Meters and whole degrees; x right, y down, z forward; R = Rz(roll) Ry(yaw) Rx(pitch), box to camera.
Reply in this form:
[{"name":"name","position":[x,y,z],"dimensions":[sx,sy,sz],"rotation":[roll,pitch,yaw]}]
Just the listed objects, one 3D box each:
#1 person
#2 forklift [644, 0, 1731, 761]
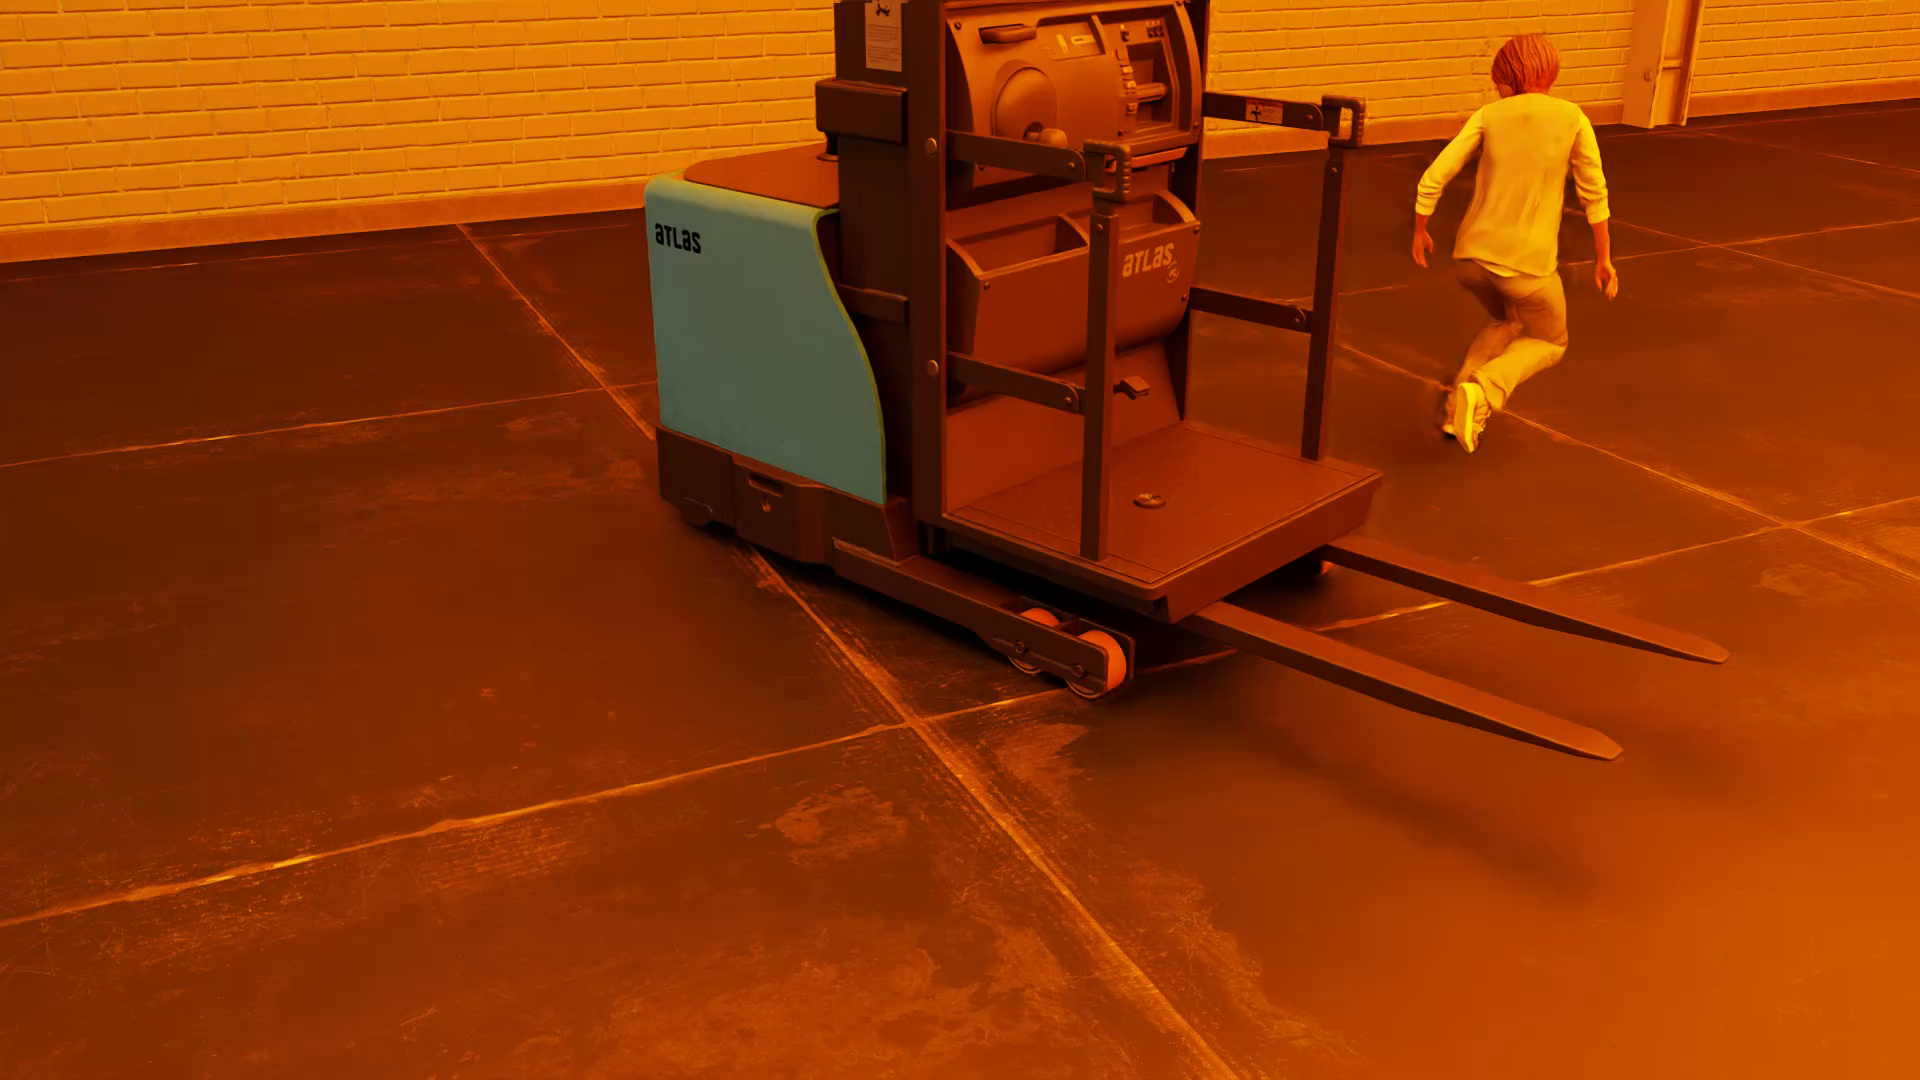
[{"name":"person","position":[1.865,-0.984,5.703],"dimensions":[0.692,1.395,0.587],"rotation":[16,27,34]},{"name":"forklift","position":[0.470,-1.185,4.138],"dimensions":[3.031,2.935,1.130],"rotation":[20,30,39]}]
